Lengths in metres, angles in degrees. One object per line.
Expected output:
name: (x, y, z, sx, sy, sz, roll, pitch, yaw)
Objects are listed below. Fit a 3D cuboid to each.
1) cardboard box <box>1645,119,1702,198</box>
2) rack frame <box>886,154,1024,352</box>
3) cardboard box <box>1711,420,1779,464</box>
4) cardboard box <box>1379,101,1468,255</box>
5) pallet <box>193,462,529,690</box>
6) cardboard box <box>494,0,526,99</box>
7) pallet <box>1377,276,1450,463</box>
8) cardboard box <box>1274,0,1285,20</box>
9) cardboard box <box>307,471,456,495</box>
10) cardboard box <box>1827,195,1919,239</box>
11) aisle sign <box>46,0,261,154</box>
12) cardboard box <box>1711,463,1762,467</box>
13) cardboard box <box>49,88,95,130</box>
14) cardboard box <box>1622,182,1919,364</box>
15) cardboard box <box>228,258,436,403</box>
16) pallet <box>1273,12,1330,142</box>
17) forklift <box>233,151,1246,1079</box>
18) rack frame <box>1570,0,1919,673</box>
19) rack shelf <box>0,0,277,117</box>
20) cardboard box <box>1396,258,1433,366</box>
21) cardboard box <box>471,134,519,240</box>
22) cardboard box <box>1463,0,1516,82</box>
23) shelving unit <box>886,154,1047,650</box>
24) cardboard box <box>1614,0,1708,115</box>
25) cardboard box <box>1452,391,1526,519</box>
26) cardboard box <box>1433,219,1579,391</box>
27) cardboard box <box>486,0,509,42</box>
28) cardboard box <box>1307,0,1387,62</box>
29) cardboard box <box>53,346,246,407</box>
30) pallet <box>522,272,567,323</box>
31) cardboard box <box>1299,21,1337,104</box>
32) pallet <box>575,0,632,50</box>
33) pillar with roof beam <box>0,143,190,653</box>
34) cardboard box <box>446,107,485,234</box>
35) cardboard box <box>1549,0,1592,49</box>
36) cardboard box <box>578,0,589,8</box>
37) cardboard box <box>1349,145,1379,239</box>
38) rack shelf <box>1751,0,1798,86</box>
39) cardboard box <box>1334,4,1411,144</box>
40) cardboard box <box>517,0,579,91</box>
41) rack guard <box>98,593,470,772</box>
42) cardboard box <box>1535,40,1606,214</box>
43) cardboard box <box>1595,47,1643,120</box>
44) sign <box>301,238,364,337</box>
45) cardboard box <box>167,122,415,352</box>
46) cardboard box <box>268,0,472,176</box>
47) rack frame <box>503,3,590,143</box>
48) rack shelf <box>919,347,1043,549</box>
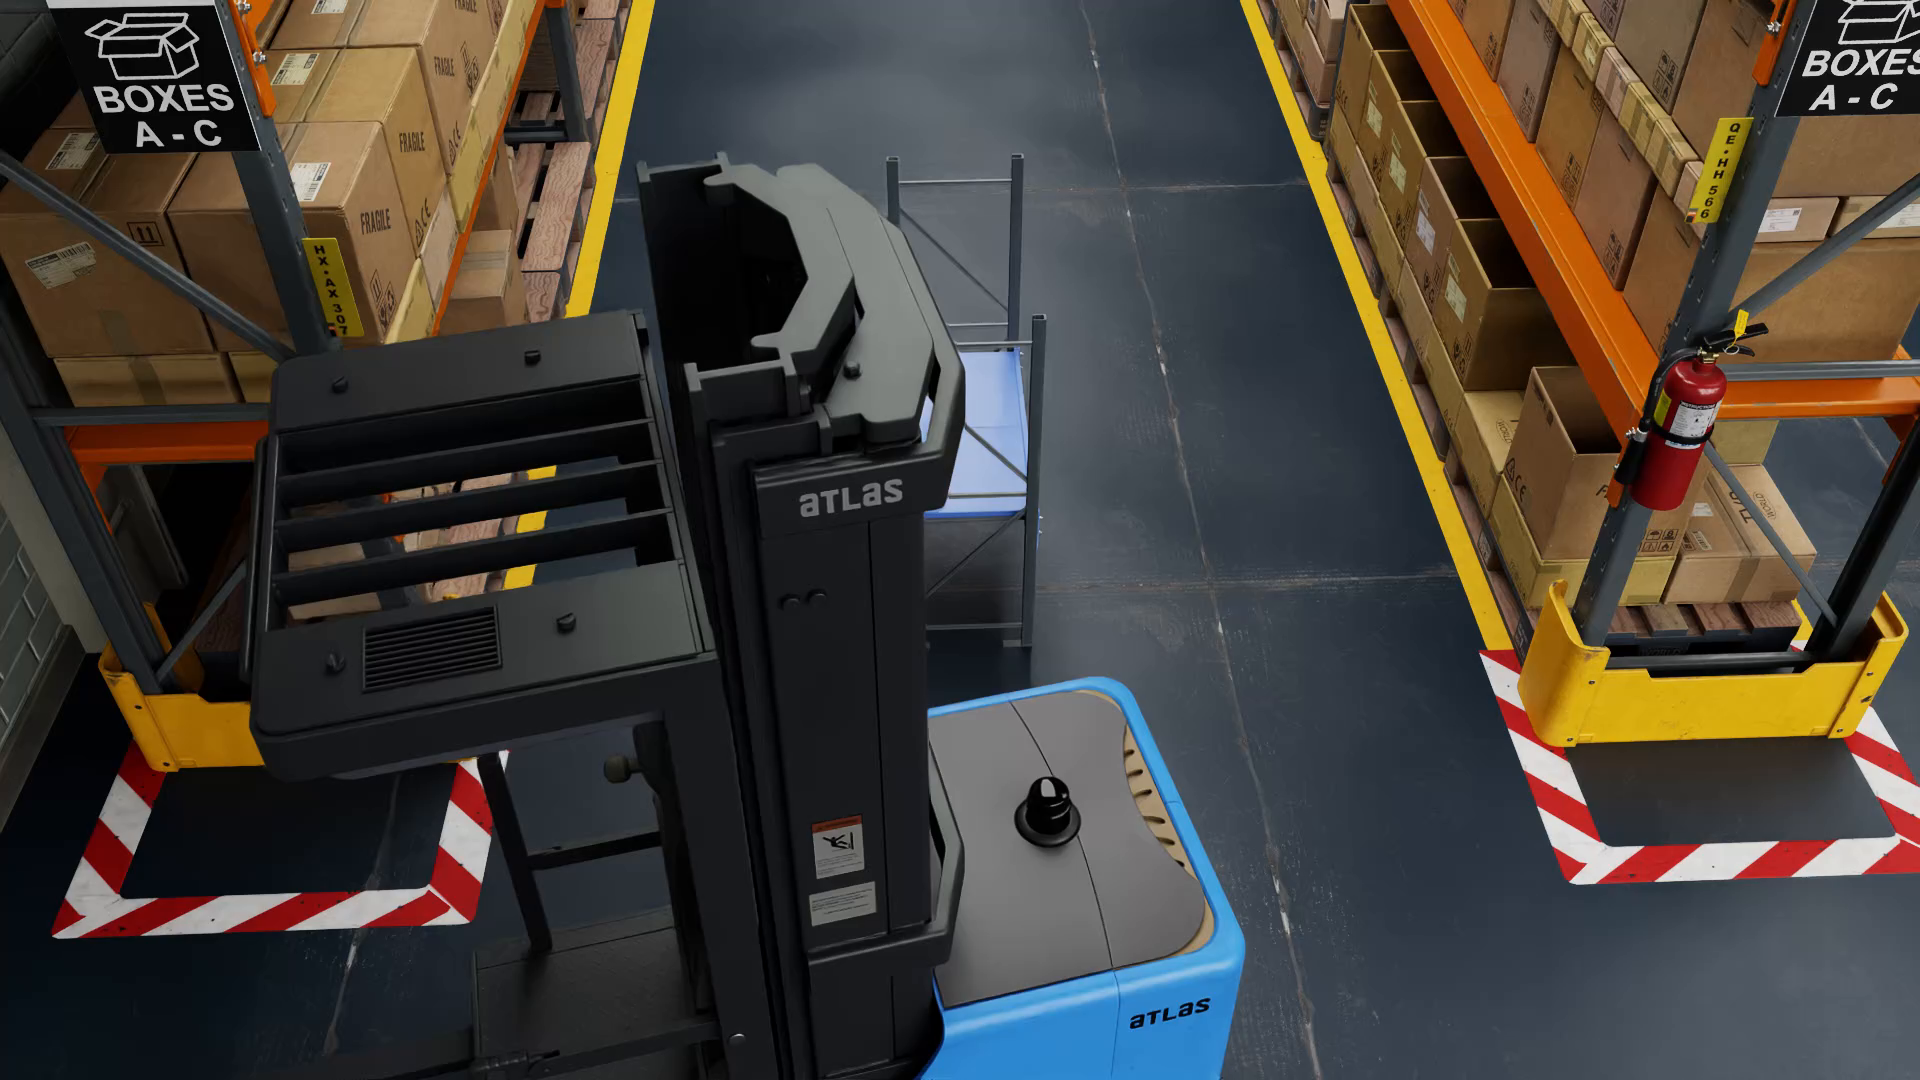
cardboard box: (2.430, -1.219, 5.306, 0.380, 0.149, 0.250, -1, 43, -1)
rack frame: (-0.018, -0.838, 6.555, 0.500, 1.500, 0.032, -2, 43, -2)
cardboard box: (2.826, -0.637, 6.395, 0.500, 0.500, 0.500, -2, 43, -2)
cardboard box: (2.229, -1.635, 7.483, 0.500, 0.500, 0.500, -2, 43, -2)
pallet: (-2.302, 0.058, 6.531, 1.003, 0.211, 1.213, -2, 43, -2)
cardboard box: (-2.097, -2.035, 6.846, 0.500, 0.250, 0.500, -2, 43, -2)
pallet: (2.526, -0.823, 7.491, 1.003, 0.211, 1.213, -2, 43, -2)
cardboard box: (2.130, -3.314, 9.870, 0.500, 0.250, 0.500, -1, 43, -1)
cardboard box: (-2.263, -0.395, 6.625, 0.500, 0.311, 0.500, 2, 43, 2)
cardboard box: (2.848, -1.061, 5.134, 0.380, 0.149, 0.250, -2, 43, -2)
aisle sign: (-1.997, -1.288, 4.011, 0.394, 0.787, 0.004, -2, 43, -2)
cardboard box: (2.824, -0.361, 6.648, 0.500, 0.250, 0.500, -2, 43, -2)
cardboard box: (-2.544, -1.250, 5.435, 0.500, 0.500, 0.500, -1, 43, -1)
cardboard box: (2.642, -0.866, 5.401, 0.700, 0.500, 0.500, -2, 43, -2)
cardboard box: (-2.003, -0.660, 5.346, 0.500, 0.250, 0.500, -3, 43, -3)
pallet: (2.409, -2.683, 9.520, 1.003, 0.211, 1.213, -2, 43, -2)
forklift: (-0.851, 0.656, 3.865, 3.031, 2.935, 1.130, -10, 43, -11)
rack frame: (2.649, -0.514, 5.091, 1.000, 3.000, 0.127, -2, 43, -2)
rack shelf: (-2.385, -2.560, 5.635, 1.077, 0.370, 4.000, -2, 43, -2)
cardboard box: (2.256, -1.021, 7.368, 0.500, 0.250, 0.500, -2, 43, -2)
cardboard box: (-2.385, -1.611, 7.812, 0.500, 0.500, 0.500, -5, 43, -5)
cardboard box: (2.551, -2.257, 6.919, 0.700, 0.500, 0.500, -1, 43, -1)
shelving unit: (0.004, -0.495, 6.180, 0.538, 1.500, 1.048, -2, 43, -2)
cardboard box: (2.612, -1.735, 5.389, 0.700, 0.500, 0.500, -3, 43, -3)
cardboard box: (2.298, -0.346, 6.632, 0.500, 0.250, 0.500, -2, 43, -2)
cardboard box: (2.272, -0.960, 6.746, 0.500, 0.500, 0.500, -2, 43, -2)
cardboard box: (-2.103, -2.311, 6.592, 0.500, 0.500, 0.500, -3, 43, -3)
cardboard box: (2.176, -2.827, 8.924, 0.500, 0.311, 0.500, -2, 43, -2)
cardboard box: (-2.513, -0.631, 5.315, 0.500, 0.250, 0.500, -1, 43, -1)
pallet: (-2.351, -0.764, 7.427, 1.003, 0.211, 1.213, -2, 43, -2)
cardboard box: (2.172, -2.627, 9.120, 0.500, 0.250, 0.500, -2, 43, -2)
pallet: (-2.559, -3.393, 10.295, 1.003, 0.211, 1.213, -2, 43, -2)
pillar with roof beam: (1.108, -3.152, 3.529, 9.100, 9.000, 0.400, -2, 43, -2)
cardboard box: (-2.055, -1.354, 6.104, 0.500, 0.250, 0.500, -2, 43, -2)
cardboard box: (2.386, -1.916, 6.067, 0.380, 0.149, 0.250, -1, 43, -1)
cardboard box: (-2.571, -3.500, 9.873, 0.700, 0.500, 0.500, -1, 43, -1)
cardboard box: (2.212, -1.696, 8.105, 0.500, 0.250, 0.500, -2, 43, -2)
rack shelf: (2.565, -2.705, 5.793, 1.077, 0.370, 4.000, -2, 43, -2)
cardboard box: (2.186, -2.310, 8.219, 0.500, 0.500, 0.500, -2, 43, -2)
cardboard box: (-2.517, -2.807, 9.117, 0.700, 0.500, 0.500, 0, 43, 0)
rack guard: (-2.303, 0.501, 5.834, 1.175, 0.500, 0.348, -2, 43, -2)
cardboard box: (2.600, -1.556, 6.154, 0.700, 0.500, 0.500, -1, 43, -2)
cardboard box: (2.411, -1.562, 5.680, 0.380, 0.149, 0.250, -1, 43, -1)
sign: (-1.758, -0.704, 4.658, 0.100, 0.325, 0.005, -2, 43, -2)
cardboard box: (-2.020, -0.929, 5.084, 0.500, 0.500, 0.500, -2, 43, -2)
cardboard box: (-2.046, -1.612, 5.830, 0.500, 0.500, 0.500, -3, 43, -3)
rack frame: (-2.470, -3.070, 7.879, 1.000, 3.000, 0.127, -2, 43, -2)
rack shelf: (0.004, -0.363, 6.302, 0.538, 0.185, 1.000, -2, 43, -2)
